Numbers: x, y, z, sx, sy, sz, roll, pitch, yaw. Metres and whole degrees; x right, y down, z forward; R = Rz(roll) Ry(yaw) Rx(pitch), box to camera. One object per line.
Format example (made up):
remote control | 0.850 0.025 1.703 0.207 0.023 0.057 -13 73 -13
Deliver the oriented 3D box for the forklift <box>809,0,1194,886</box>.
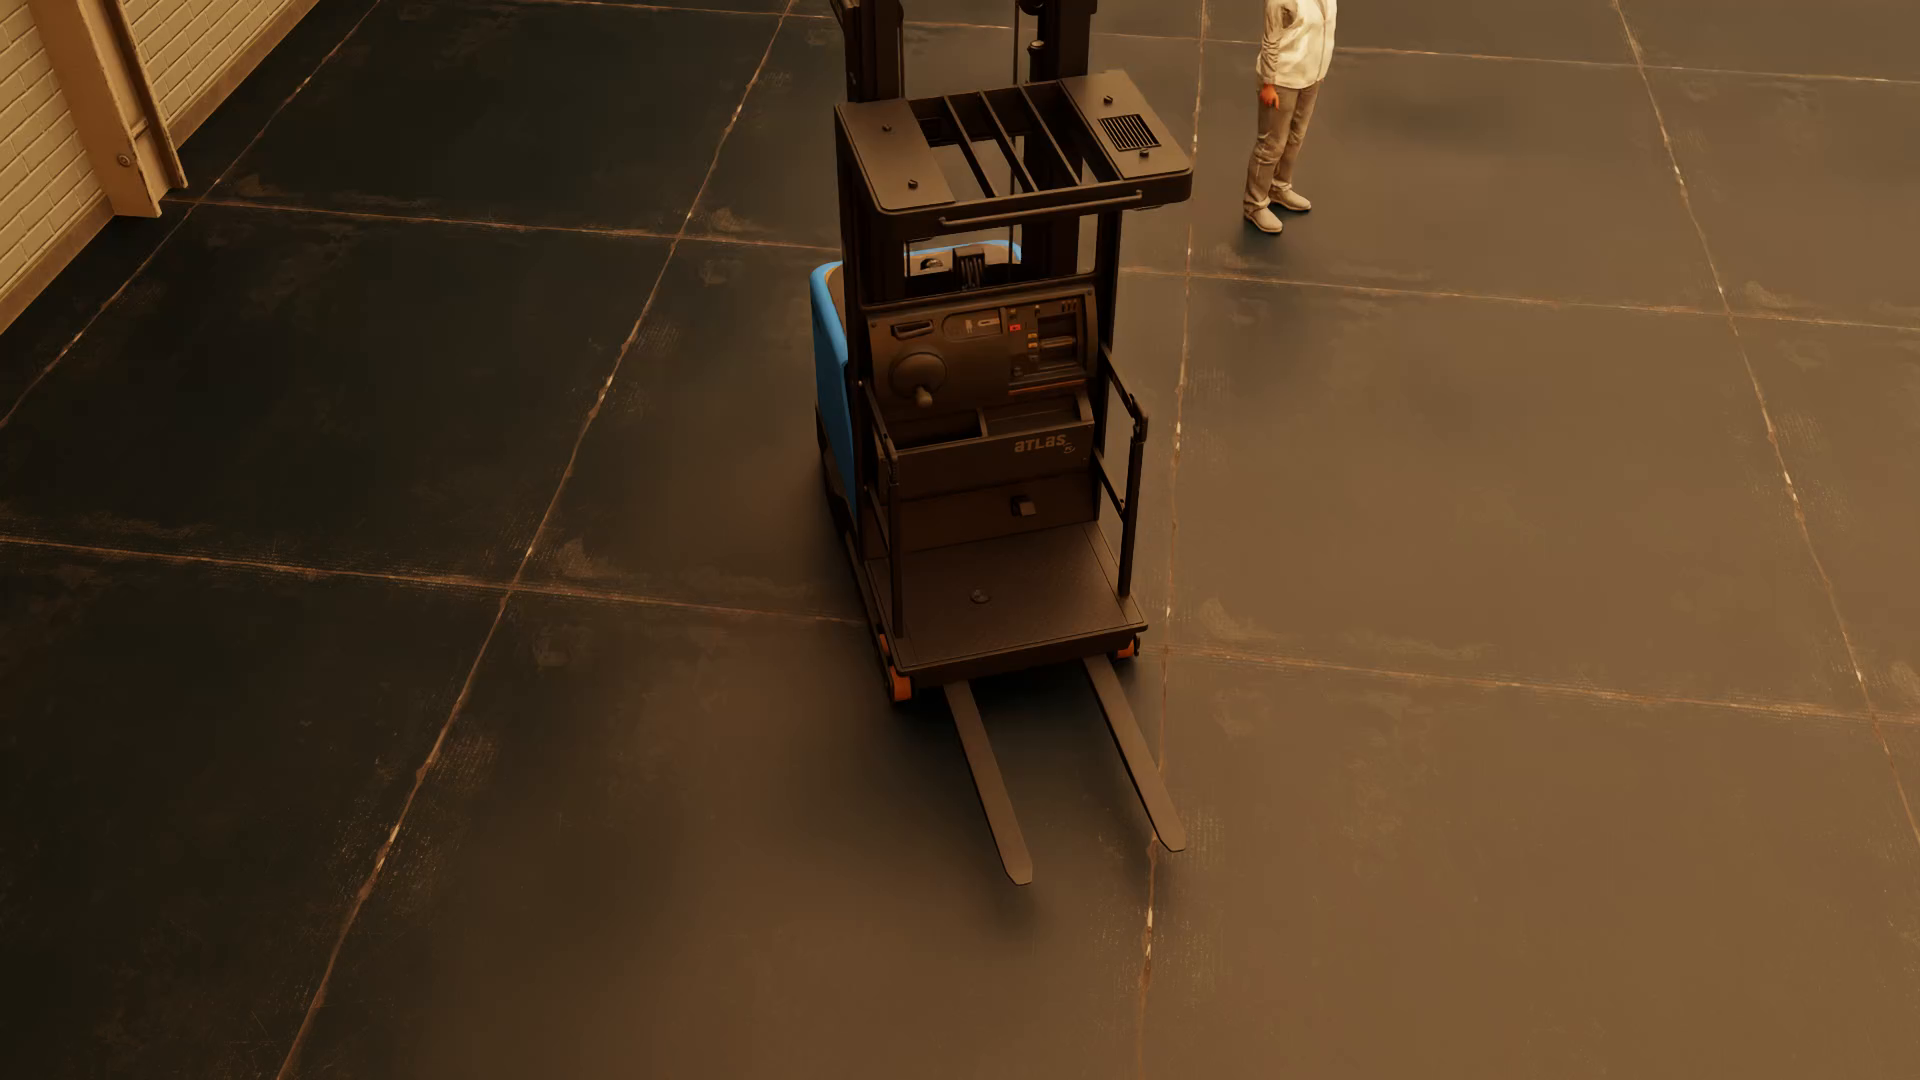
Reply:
forklift | 0.153 -0.681 6.465 1.130 2.935 3.031 -10 44 -11

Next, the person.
person | 1.900 -2.651 9.468 0.369 1.777 0.526 31 51 29
